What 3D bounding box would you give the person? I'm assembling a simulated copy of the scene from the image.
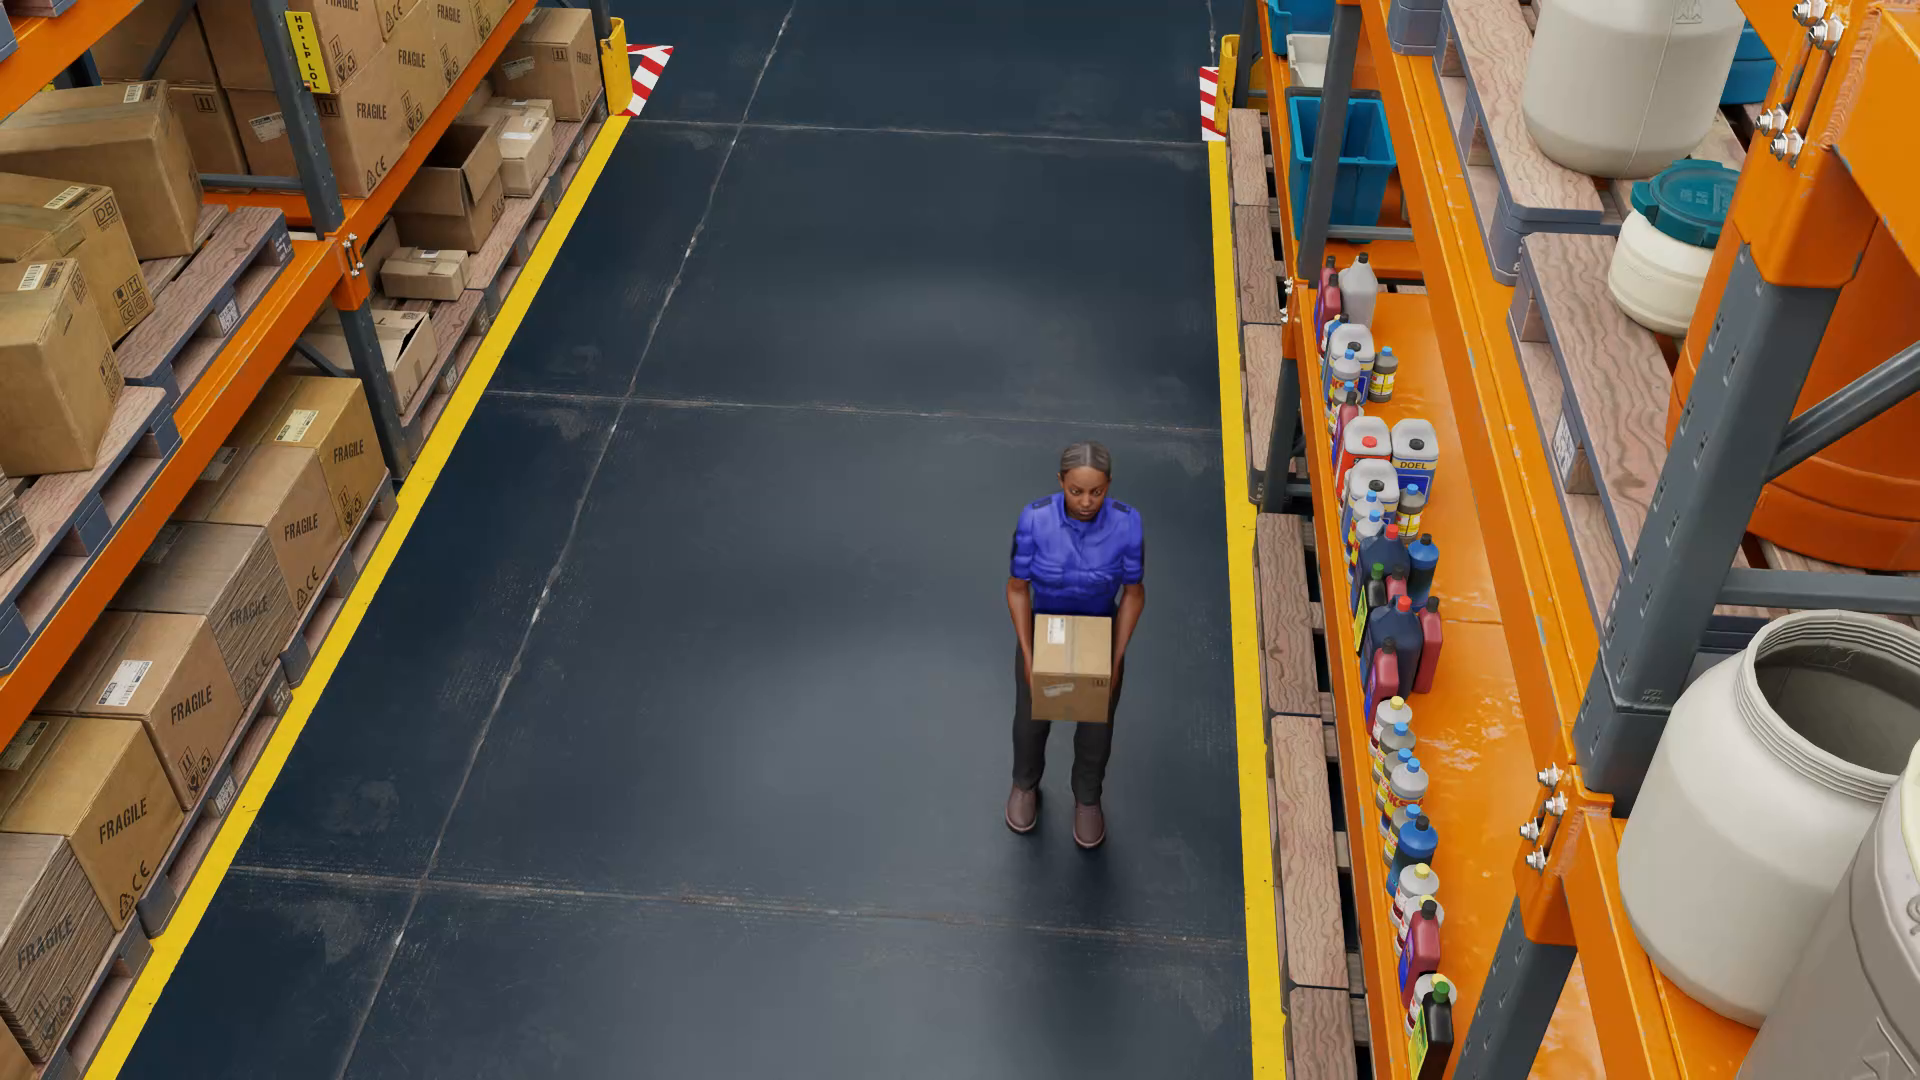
[{"bbox_3d":[0.385,0.393,5.692,0.473,1.661,0.455,3,40,3],"label":"person"}]
